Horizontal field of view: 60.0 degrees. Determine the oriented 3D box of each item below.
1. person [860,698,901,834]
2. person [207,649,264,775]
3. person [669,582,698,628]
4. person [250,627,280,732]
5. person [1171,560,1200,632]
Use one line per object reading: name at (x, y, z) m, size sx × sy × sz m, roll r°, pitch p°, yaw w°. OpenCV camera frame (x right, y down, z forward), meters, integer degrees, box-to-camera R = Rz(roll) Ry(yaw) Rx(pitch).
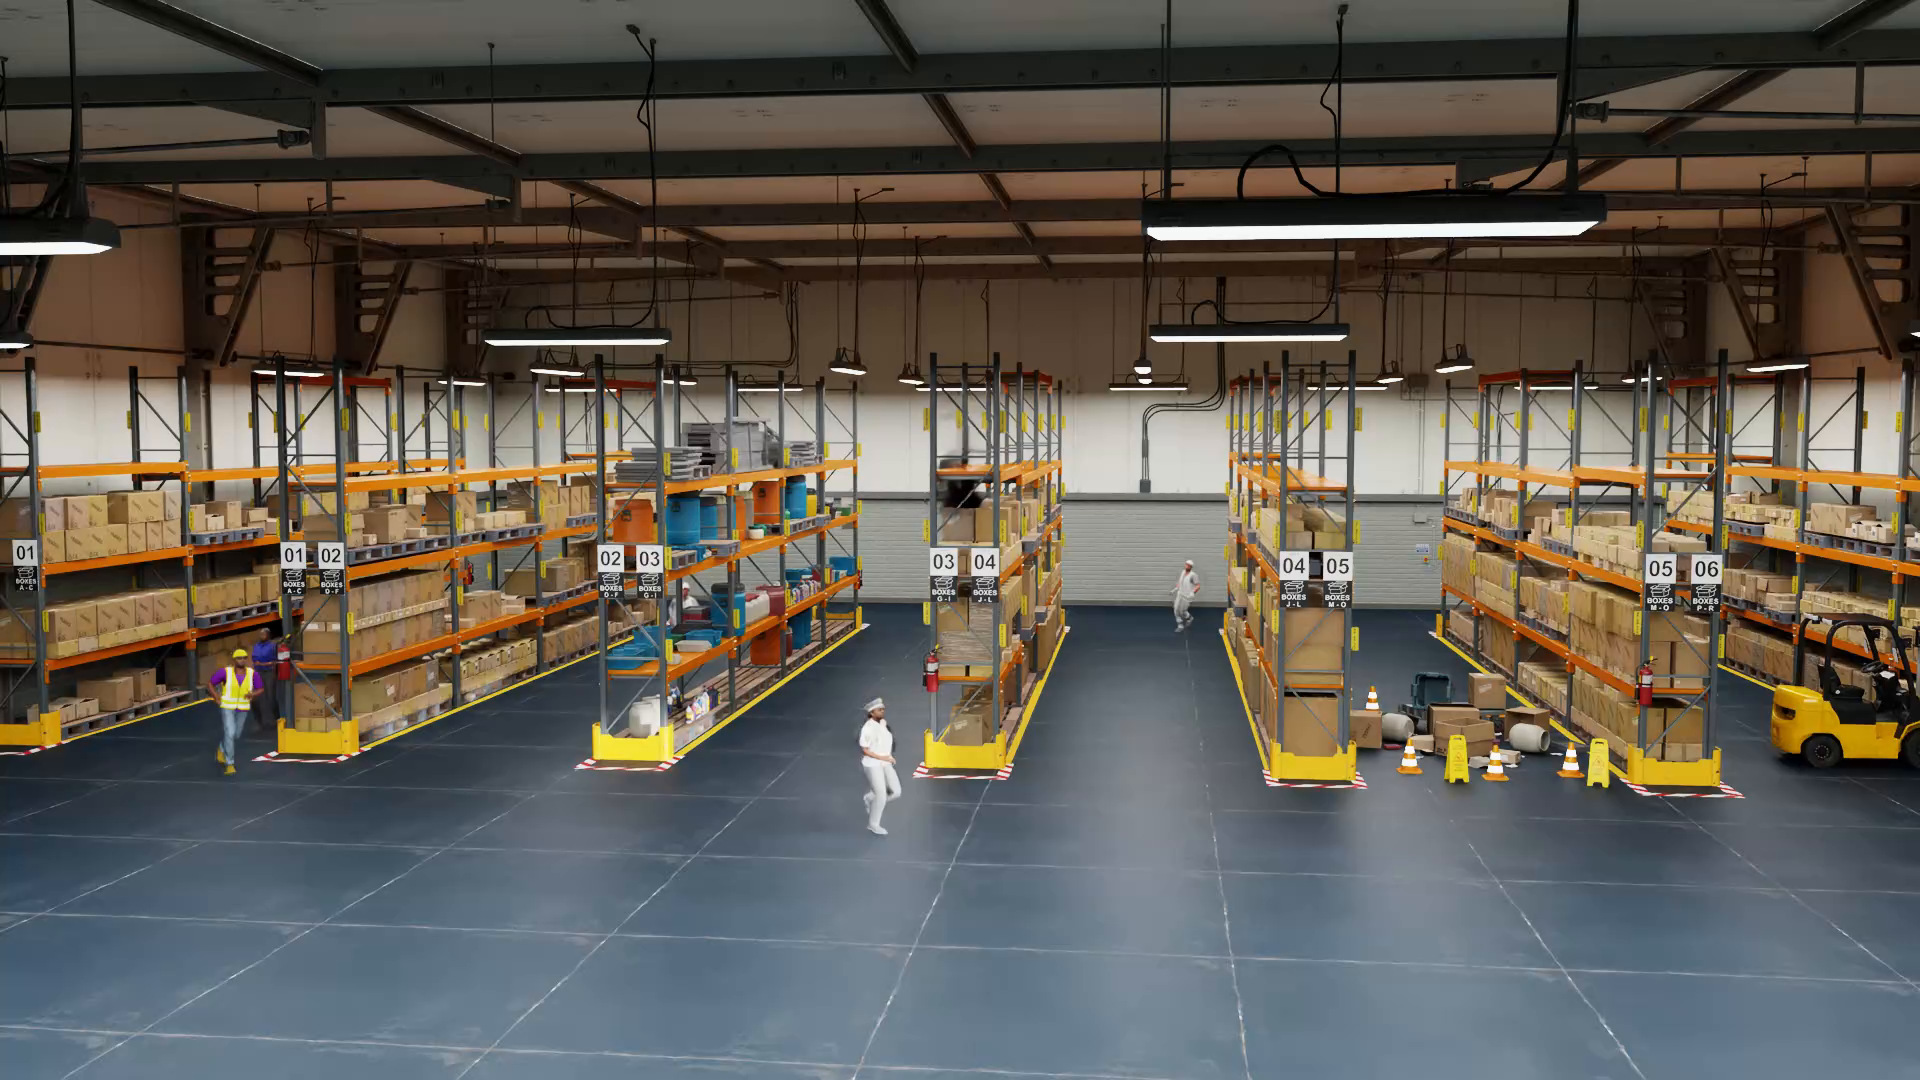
person at (-0.968, 2.752, 20.318) m, size 0.550 × 1.653 × 0.596 m, roll 2°, pitch 5°, yaw 32°
person at (-10.452, 2.449, 24.053) m, size 0.734 × 1.754 × 0.851 m, roll -3°, pitch 5°, yaw -38°
person at (-5.547, 1.757, 33.401) m, size 0.625 × 1.833 × 0.767 m, roll 0°, pitch 4°, yaw -4°
person at (-11.332, 2.270, 27.061) m, size 0.542 × 1.693 × 0.716 m, roll 0°, pitch 4°, yaw 2°
person at (5.419, 1.337, 39.672) m, size 0.564 × 1.739 × 0.718 m, roll -4°, pitch 5°, yaw -41°
